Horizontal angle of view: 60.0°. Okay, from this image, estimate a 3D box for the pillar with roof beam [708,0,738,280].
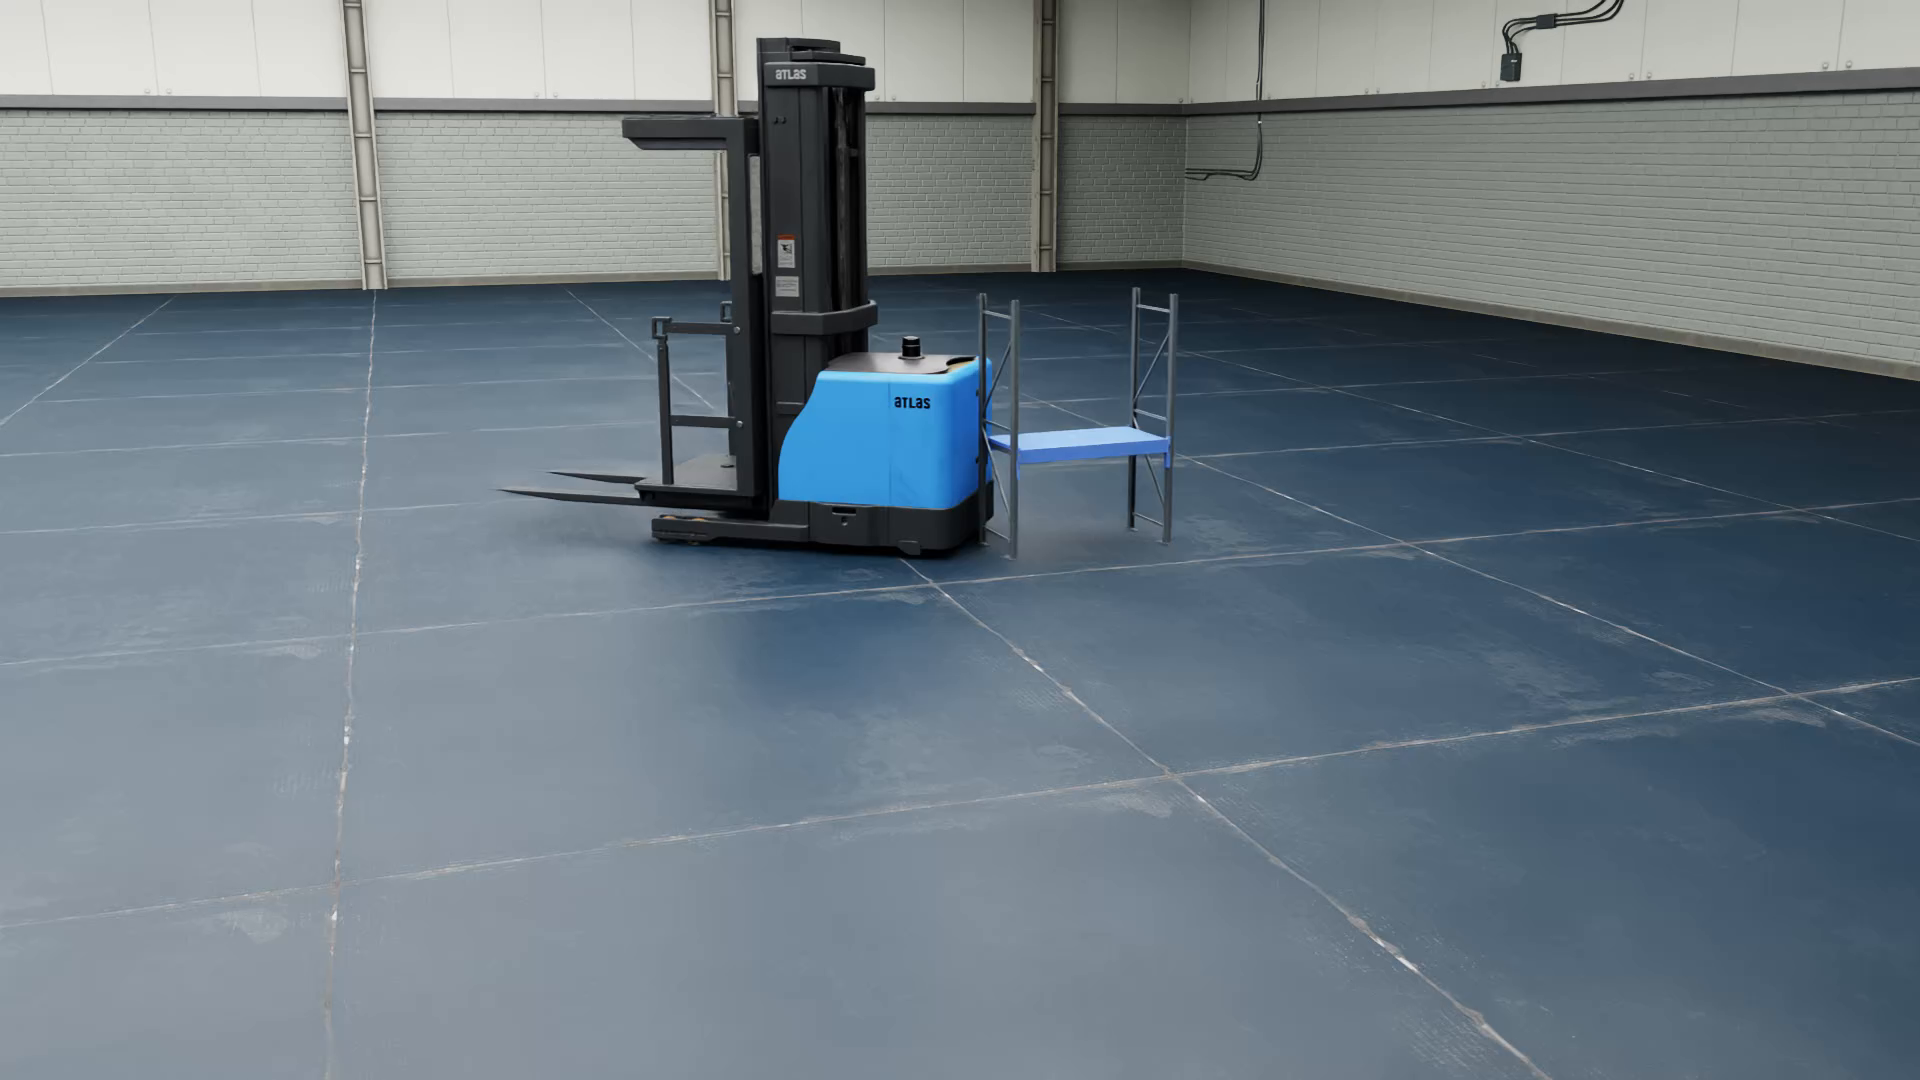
[{"bbox_3d":[-2.731,-8.088,24.700,0.400,9.000,9.100,-4,14,-18],"label":"pillar with roof beam"}]

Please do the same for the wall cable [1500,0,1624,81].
[{"bbox_3d":[7.809,-8.974,21.075,0.169,6.003,2.305,-4,14,-18],"label":"wall cable"}]

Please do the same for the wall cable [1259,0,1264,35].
[{"bbox_3d":[5.659,-9.756,27.507,0.112,2.526,3.097,-4,14,-18],"label":"wall cable"}]

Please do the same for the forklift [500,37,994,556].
[{"bbox_3d":[-1.363,-1.505,10.138,3.031,2.935,1.130,4,14,15],"label":"forklift"}]

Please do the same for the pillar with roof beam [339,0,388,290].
[{"bbox_3d":[-8.418,-7.645,22.839,0.400,9.000,9.100,-4,14,-18],"label":"pillar with roof beam"}]

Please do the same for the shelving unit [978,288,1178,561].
[{"bbox_3d":[0.690,-0.706,9.868,1.048,1.500,0.538,-6,14,-22],"label":"shelving unit"}]

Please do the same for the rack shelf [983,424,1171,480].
[{"bbox_3d":[0.690,-0.531,9.910,1.000,0.185,0.538,-6,14,-22],"label":"rack shelf"}]

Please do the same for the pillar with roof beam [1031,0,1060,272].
[{"bbox_3d":[2.956,-8.531,26.562,0.400,9.000,9.100,-4,14,-18],"label":"pillar with roof beam"}]

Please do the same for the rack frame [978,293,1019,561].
[{"bbox_3d":[0.222,-0.660,9.677,0.032,1.500,0.500,-6,14,-22],"label":"rack frame"}]

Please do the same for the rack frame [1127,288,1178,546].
[{"bbox_3d":[1.159,-0.751,10.059,0.032,1.500,0.500,-6,14,-22],"label":"rack frame"}]

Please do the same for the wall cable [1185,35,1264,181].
[{"bbox_3d":[4.796,-7.892,30.586,0.112,2.526,3.097,-4,14,-18],"label":"wall cable"}]
